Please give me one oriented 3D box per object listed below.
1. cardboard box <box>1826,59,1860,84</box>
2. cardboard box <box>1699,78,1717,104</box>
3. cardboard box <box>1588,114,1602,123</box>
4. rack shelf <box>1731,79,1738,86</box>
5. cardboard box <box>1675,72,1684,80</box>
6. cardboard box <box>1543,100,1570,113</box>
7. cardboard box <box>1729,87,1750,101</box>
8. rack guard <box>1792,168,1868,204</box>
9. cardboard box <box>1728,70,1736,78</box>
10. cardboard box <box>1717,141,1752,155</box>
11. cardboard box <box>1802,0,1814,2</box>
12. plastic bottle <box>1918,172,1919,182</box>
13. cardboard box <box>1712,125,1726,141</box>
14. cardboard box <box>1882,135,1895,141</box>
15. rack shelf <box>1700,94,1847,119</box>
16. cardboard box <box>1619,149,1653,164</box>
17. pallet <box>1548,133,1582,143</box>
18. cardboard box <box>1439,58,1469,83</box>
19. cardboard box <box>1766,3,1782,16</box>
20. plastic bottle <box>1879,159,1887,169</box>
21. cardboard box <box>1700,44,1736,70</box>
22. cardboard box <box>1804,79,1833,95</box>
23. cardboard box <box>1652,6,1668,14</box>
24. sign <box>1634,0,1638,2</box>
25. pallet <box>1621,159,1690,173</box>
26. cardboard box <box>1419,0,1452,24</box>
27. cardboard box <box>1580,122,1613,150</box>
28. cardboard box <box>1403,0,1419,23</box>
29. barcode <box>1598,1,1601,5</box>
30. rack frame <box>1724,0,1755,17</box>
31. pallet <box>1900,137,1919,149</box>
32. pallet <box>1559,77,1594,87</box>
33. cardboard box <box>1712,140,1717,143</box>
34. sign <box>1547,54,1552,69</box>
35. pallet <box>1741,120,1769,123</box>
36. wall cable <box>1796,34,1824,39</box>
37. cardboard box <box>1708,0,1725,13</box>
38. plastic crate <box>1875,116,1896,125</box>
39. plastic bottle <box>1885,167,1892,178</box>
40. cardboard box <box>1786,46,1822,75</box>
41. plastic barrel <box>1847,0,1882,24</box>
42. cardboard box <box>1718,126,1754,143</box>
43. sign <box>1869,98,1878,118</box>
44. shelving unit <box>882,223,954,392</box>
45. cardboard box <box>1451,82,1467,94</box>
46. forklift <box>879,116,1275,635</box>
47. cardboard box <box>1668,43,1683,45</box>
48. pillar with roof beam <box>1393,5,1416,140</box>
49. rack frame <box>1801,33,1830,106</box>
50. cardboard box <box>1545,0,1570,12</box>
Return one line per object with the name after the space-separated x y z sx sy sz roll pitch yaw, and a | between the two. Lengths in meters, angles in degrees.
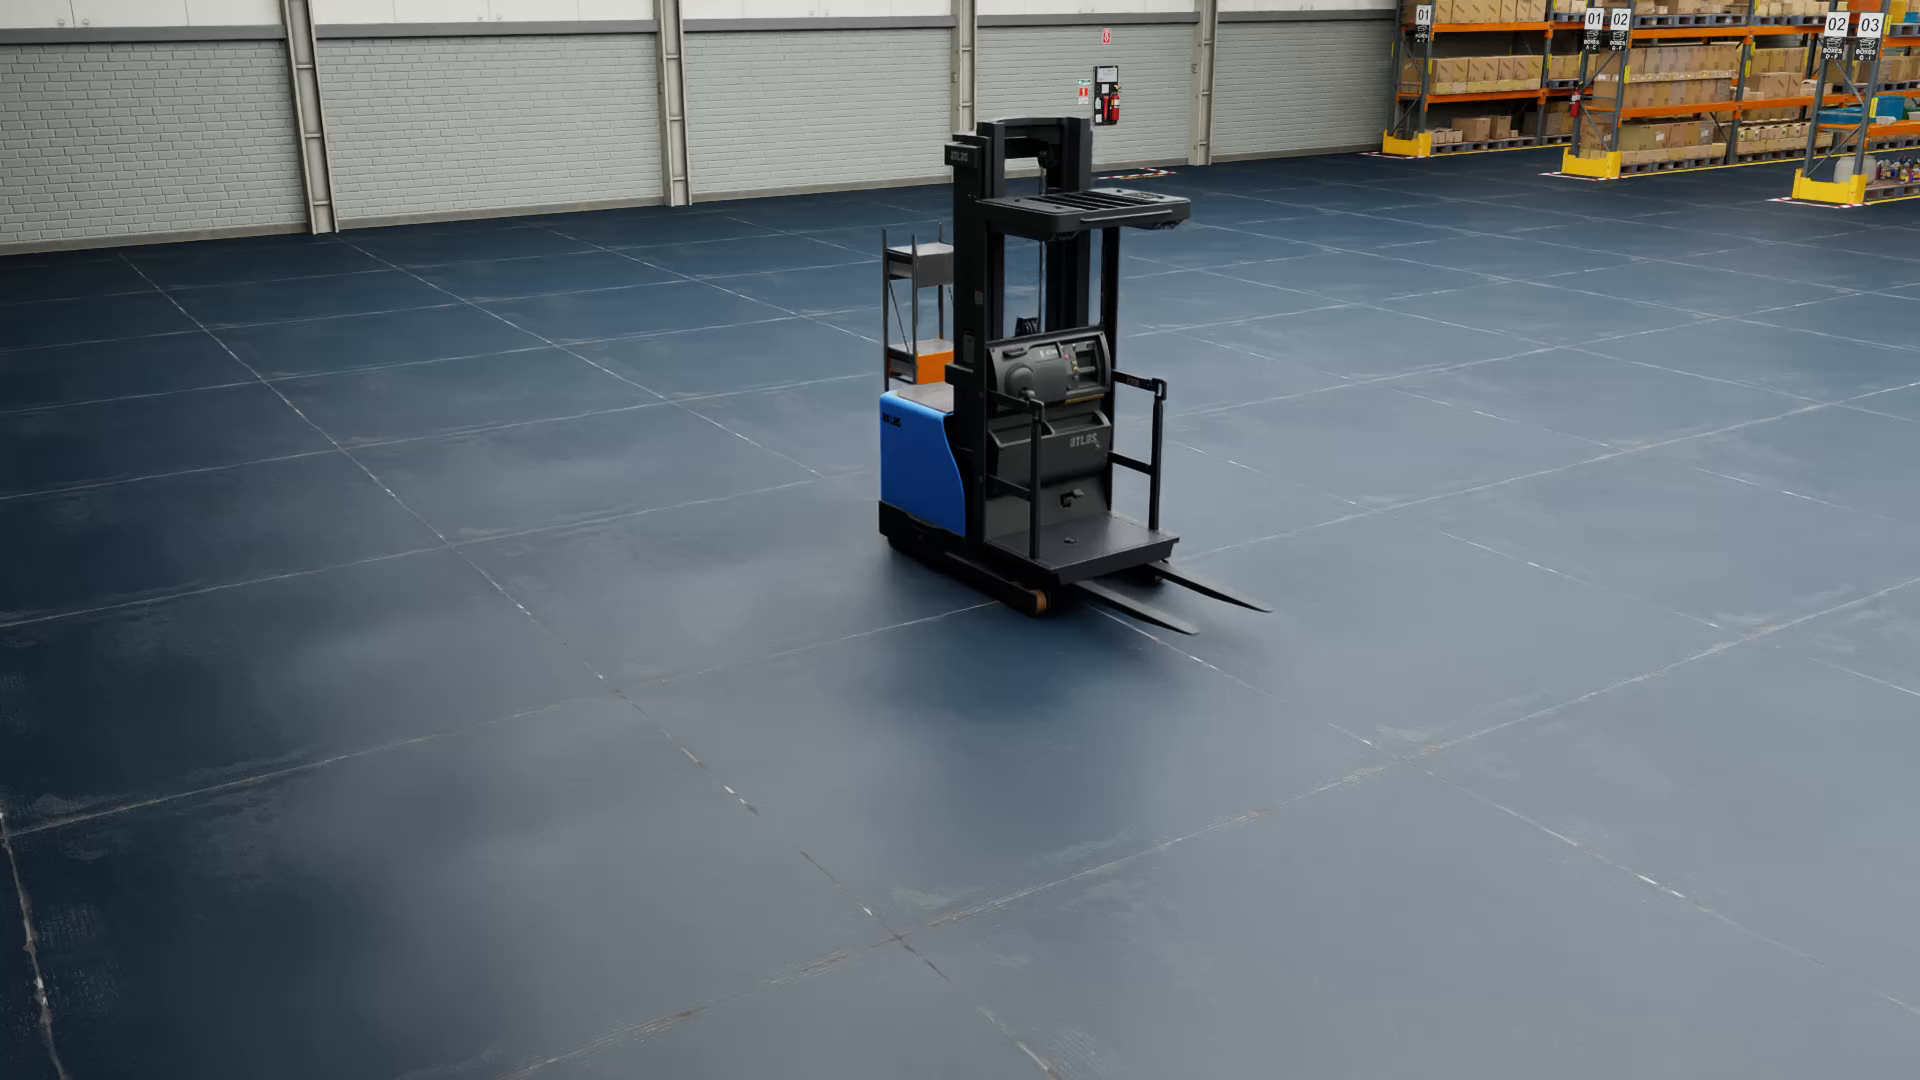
19.861 -10.582 37.550 0.700 0.500 0.500 14 23 35 | cardboard box
15.252 -9.363 34.600 0.500 0.500 0.700 -12 22 -32 | cardboard box
15.203 -10.248 40.589 0.500 0.500 0.700 -12 22 -32 | cardboard box
18.339 -11.530 42.291 4.000 0.370 1.077 -12 22 -31 | rack shelf
14.446 -9.422 33.762 0.250 0.149 0.380 -12 22 -31 | cardboard box
14.300 -10.406 39.888 0.500 0.250 0.500 -12 22 -33 | cardboard box
16.443 -9.517 35.447 0.500 0.250 0.500 -10 21 -28 | cardboard box
15.474 -6.302 29.604 0.348 0.500 1.175 -12 22 -31 | rack guard
15.947 -9.739 34.701 0.250 0.149 0.380 -12 22 -31 | cardboard box
16.529 -8.391 35.519 0.500 0.250 0.500 -13 22 -33 | cardboard box
22.019 -14.139 43.623 0.500 0.250 0.500 -13 22 -33 | cardboard box
17.574 -6.674 30.485 0.097 0.201 0.097 0 19 0 | plastic bottle
16.236 -8.800 35.853 0.500 0.311 0.500 -12 22 -31 | cardboard box
21.223 -9.497 38.368 0.500 0.500 0.500 -13 23 -33 | cardboard box
17.726 -9.502 36.289 4.000 0.370 1.077 -12 22 -31 | rack shelf
13.701 -7.806 33.788 0.500 0.250 0.500 -12 22 -31 | cardboard box
14.998 -9.847 40.542 1.213 0.211 1.003 -12 22 -31 | pallet
10.970 -10.492 37.127 0.500 0.500 0.500 -12 22 -31 | cardboard box
17.033 -11.242 35.210 0.500 0.250 0.500 -15 24 -37 | cardboard box
17.207 -6.946 31.056 0.185 0.351 0.144 -11 22 -29 | plastic bottle
15.689 -10.072 34.672 0.500 0.500 0.700 -12 22 -31 | cardboard box
19.069 -10.100 37.075 0.500 0.311 0.500 -10 21 -28 | cardboard box
13.795 -10.513 32.992 0.250 0.149 0.380 -12 22 -31 | cardboard box
13.015 -10.509 31.973 0.005 0.325 0.100 -12 22 -31 | sign
14.349 -7.824 34.558 1.213 0.211 1.003 -12 22 -31 | pallet
10.404 -11.580 36.442 0.500 0.500 0.500 -11 22 -30 | cardboard box
12.999 -8.211 33.816 0.500 0.500 0.500 -12 22 -31 | cardboard box
10.197 -11.729 36.884 0.500 0.500 0.500 -10 21 -28 | cardboard box
12.702 -10.664 33.014 0.075 0.075 0.001 -12 22 -31 | barcode
16.056 -12.332 34.171 0.127 3.000 1.000 -12 22 -31 | rack frame
22.079 -9.425 39.293 1.213 0.211 1.003 -12 22 -31 | pallet
15.038 -11.068 40.100 1.213 0.211 1.003 -12 22 -31 | pallet
16.243 -8.537 35.951 0.500 0.250 0.500 -12 22 -32 | cardboard box
13.633 -11.081 38.486 0.005 0.325 0.100 -12 22 -31 | sign
20.688 -11.016 43.998 1.213 0.211 1.003 -12 22 -31 | pallet
23.900 -13.888 46.554 1.851 1.984 0.084 -12 22 -31 | wall cable
15.490 -11.205 34.492 0.500 0.500 0.500 -10 21 -27 | cardboard box
16.361 -7.407 29.381 0.250 0.136 0.298 -12 22 -31 | plastic crate
17.310 -6.851 31.007 0.097 0.201 0.097 0 19 0 | plastic bottle
22.930 -12.978 44.980 0.700 0.700 0.980 -11 21 -29 | cardboard box
15.772 -9.403 28.864 0.708 0.830 0.600 -12 22 -31 | plastic barrel
16.538 -8.658 35.434 0.500 0.311 0.500 -12 22 -31 | cardboard box
15.735 -7.443 28.645 0.005 0.325 0.100 -12 22 -31 | sign
-0.225 -1.182 11.963 0.503 2.100 0.431 -13 23 -34 | shelving unit
10.996 -10.145 37.271 0.500 0.250 0.500 -13 22 -33 | cardboard box
0.704 -1.095 10.407 1.130 2.935 3.031 -13 23 -34 | forklift
17.638 -12.178 41.260 0.500 0.250 0.500 -12 22 -32 | cardboard box
12.464 -12.155 33.648 0.400 9.000 9.100 -12 22 -31 | pillar with roof beam
23.350 -12.928 45.302 0.127 3.000 1.000 -12 22 -31 | rack frame
13.829 -12.557 38.707 0.500 0.500 0.500 -9 20 -24 | cardboard box
